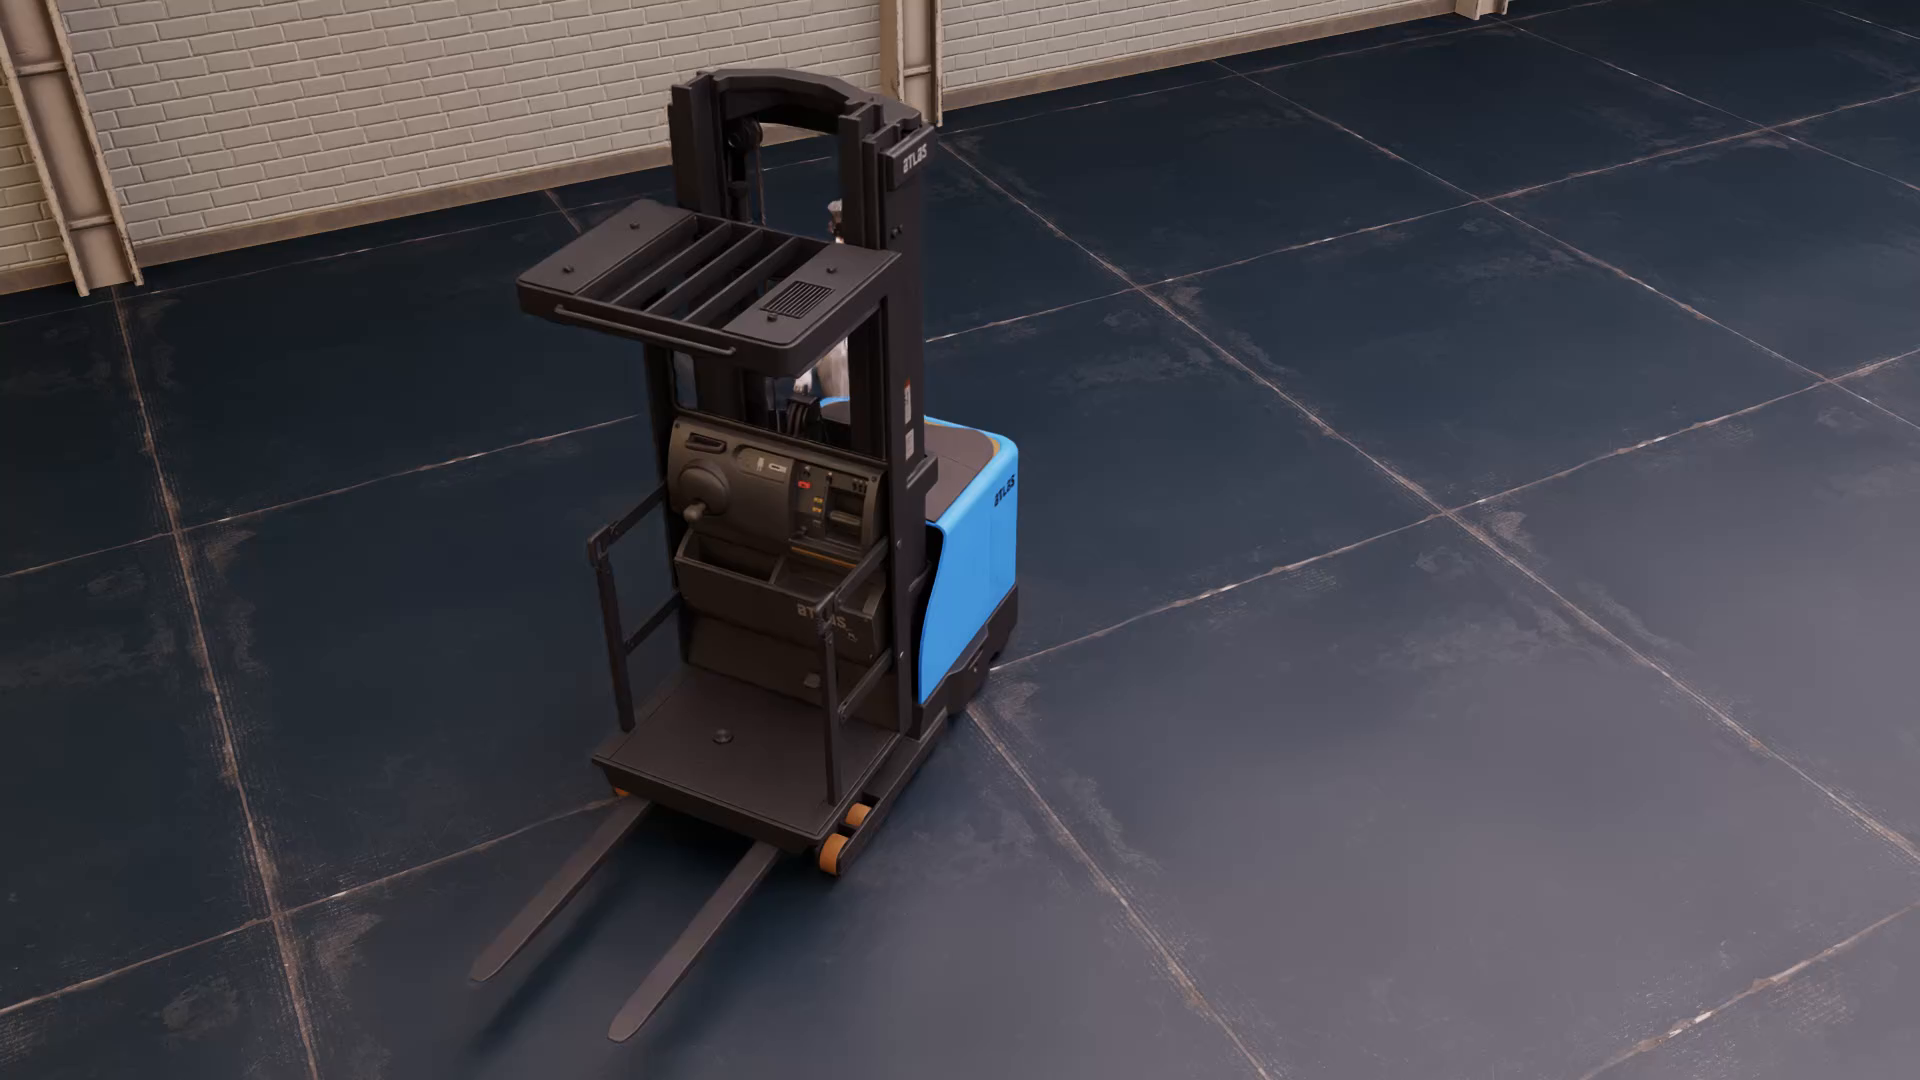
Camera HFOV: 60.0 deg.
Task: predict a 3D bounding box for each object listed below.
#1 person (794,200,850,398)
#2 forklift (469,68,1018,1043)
[{"bbox_3d":[-0.644,-1.002,8.725,0.431,1.647,0.812,12,37,17],"label":"person"},{"bbox_3d":[-0.822,-0.131,6.308,1.130,2.935,3.031,16,38,21],"label":"forklift"}]
